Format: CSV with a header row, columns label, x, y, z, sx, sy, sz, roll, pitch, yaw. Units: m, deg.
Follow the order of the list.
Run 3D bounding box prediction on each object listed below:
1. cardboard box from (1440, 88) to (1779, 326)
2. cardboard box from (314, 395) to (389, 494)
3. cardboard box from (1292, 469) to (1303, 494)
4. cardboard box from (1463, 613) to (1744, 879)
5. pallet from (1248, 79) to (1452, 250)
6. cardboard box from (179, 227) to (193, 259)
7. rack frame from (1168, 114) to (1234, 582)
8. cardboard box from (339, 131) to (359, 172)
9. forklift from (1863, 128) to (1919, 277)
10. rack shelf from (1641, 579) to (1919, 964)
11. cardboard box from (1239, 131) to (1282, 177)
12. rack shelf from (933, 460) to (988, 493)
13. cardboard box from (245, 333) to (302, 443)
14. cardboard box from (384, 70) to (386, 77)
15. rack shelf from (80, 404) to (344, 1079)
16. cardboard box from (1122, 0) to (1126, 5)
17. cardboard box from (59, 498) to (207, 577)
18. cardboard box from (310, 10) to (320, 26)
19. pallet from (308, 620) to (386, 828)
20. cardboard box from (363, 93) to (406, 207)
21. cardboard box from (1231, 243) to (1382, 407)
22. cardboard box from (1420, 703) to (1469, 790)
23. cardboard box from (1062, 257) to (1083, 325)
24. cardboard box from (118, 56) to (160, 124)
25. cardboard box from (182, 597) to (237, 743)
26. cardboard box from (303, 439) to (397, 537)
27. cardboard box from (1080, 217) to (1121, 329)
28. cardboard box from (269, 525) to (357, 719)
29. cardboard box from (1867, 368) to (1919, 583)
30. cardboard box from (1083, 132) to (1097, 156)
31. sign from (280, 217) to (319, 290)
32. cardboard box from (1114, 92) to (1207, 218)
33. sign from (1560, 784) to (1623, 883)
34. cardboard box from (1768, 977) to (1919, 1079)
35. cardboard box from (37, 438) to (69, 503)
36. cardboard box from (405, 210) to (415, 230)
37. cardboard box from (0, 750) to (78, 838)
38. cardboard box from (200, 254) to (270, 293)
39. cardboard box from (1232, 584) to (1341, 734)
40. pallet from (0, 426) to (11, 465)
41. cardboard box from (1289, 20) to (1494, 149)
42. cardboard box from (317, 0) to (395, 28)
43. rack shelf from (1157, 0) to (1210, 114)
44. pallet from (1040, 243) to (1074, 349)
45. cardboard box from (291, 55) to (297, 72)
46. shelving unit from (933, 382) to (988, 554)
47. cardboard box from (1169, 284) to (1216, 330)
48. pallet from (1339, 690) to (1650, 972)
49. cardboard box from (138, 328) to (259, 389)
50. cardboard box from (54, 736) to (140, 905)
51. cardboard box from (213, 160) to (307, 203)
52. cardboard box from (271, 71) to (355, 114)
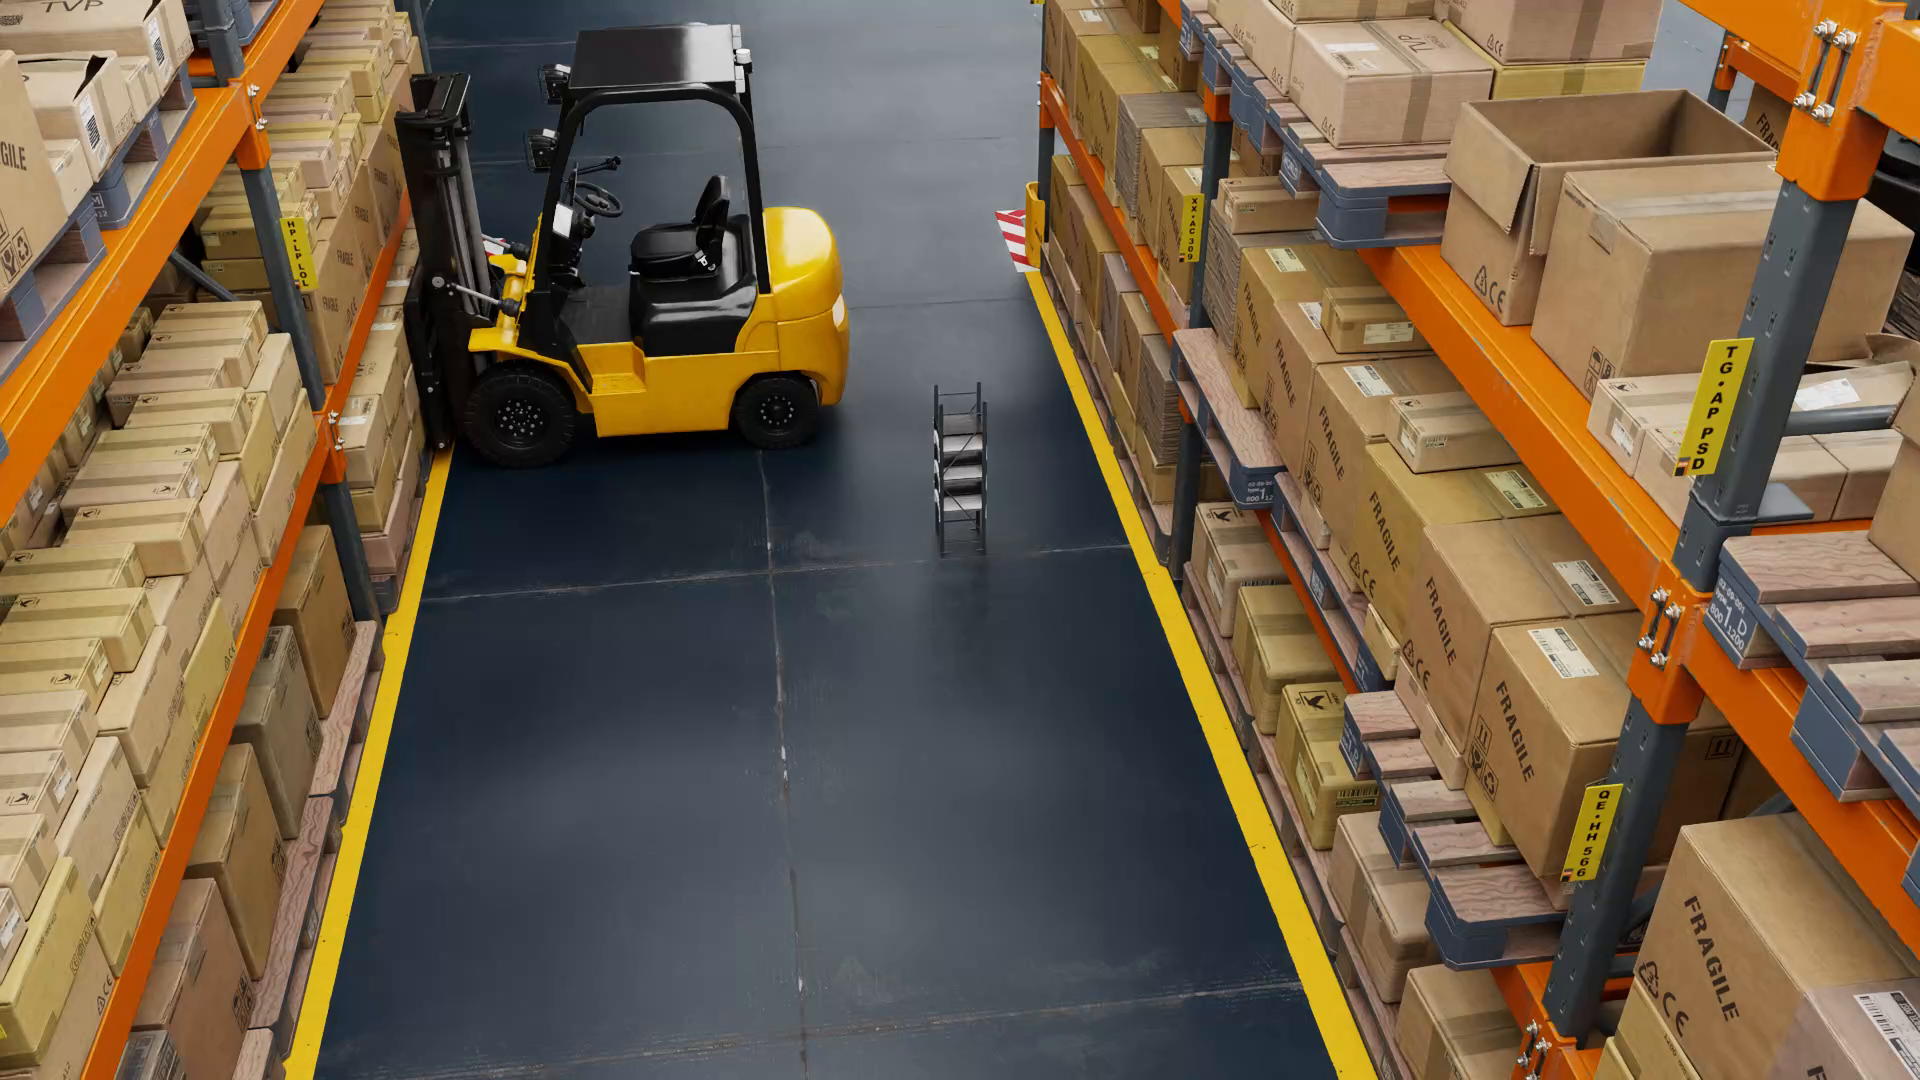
label,x,y,z,sx,sy,sz,roll,pitch,yaw
cardboard box,1.890,-0.994,4.918,0.797,0.503,0.637,-4,35,-6
cardboard box,-3.086,-0.461,8.072,0.500,0.250,0.500,-5,35,-7
cardboard box,1.510,-0.255,6.439,0.380,0.149,0.250,-4,34,-6
cardboard box,1.787,0.567,4.657,0.500,0.500,0.500,-5,35,-8
pallet,1.706,-1.325,5.663,1.213,0.211,1.003,-4,35,-6
cardboard box,-3.698,-1.323,7.492,0.380,0.149,0.250,-5,35,-8
rack frame,1.586,-1.095,7.821,1.000,3.000,0.127,-4,35,-6
cardboard box,-3.258,-1.940,8.397,0.380,0.149,0.250,-5,35,-8
forklift,4.012,-0.303,6.720,3.031,2.935,1.130,-18,38,-25
rack shelf,2.393,1.311,2.266,1.077,0.370,4.000,-4,35,-6
cardboard box,1.741,-1.934,7.812,0.700,0.500,0.500,-5,35,-7
rack shelf,0.001,-0.340,8.637,0.258,0.077,0.200,-4,35,-6
cardboard box,-3.013,-0.607,6.794,0.500,0.250,0.500,-5,35,-7
cardboard box,-3.486,-2.657,9.449,0.380,0.149,0.250,-5,35,-7
rack shelf,-3.063,0.697,5.831,1.077,0.370,4.000,-4,35,-6
cardboard box,1.333,-3.636,10.309,0.700,0.500,0.500,-5,35,-8
cardboard box,-2.753,0.001,5.549,0.380,0.149,0.250,-5,35,-8
cardboard box,-4.037,-3.177,9.949,0.380,0.149,0.250,-5,35,-7
pallet,-3.195,0.844,7.453,1.003,0.211,1.213,-4,35,-6
cardboard box,-3.414,-2.159,9.295,0.500,0.500,0.500,-5,35,-7
cardboard box,1.433,-0.870,6.765,0.500,0.500,0.500,-4,35,-6
cardboard box,1.660,0.621,5.153,0.380,0.149,0.250,-5,35,-7
cardboard box,0.943,-1.608,10.643,0.500,0.250,0.500,-3,34,-5
cardboard box,-2.883,-1.476,5.479,0.380,0.149,0.250,-4,35,-6
cardboard box,-2.819,0.454,5.682,0.500,0.250,0.500,-3,34,-5
cardboard box,-3.091,-0.254,8.212,0.500,0.250,0.500,-5,35,-7
cardboard box,1.020,-1.618,9.992,0.500,0.500,0.500,-4,34,-5
cardboard box,-3.251,0.381,7.391,0.875,0.625,0.625,-3,34,-4
cardboard box,2.324,-0.119,3.262,0.797,0.503,0.637,-6,35,-9
cardboard box,0.948,-2.437,10.014,0.380,0.149,0.250,-3,34,-5
sign,-2.796,-1.209,7.031,0.100,0.325,0.005,-4,35,-6
cardboard box,1.129,-2.064,8.891,0.500,0.500,0.500,-3,34,-5
sign,1.587,0.738,4.174,0.100,0.325,0.005,-4,35,-6
cardboard box,2.024,1.253,3.400,0.500,0.500,0.500,-4,35,-6
cardboard box,-3.418,-0.239,5.900,0.380,0.149,0.250,-4,35,-6
cardboard box,-3.425,-1.881,10.157,0.500,0.250,0.500,-4,34,-6
cardboard box,-2.642,0.716,4.500,0.380,0.149,0.250,-3,34,-5
cardboard box,-3.115,-1.224,7.346,0.380,0.149,0.250,-5,35,-7
cardboard box,1.759,0.511,7.425,0.950,0.372,0.625,-2,34,-3
pallet,-2.974,-0.018,3.745,1.213,0.211,1.003,-3,34,-4
cardboard box,1.426,-1.527,5.552,0.500,0.250,0.500,-5,35,-7
cardboard box,-3.549,-3.062,9.779,0.380,0.149,0.250,-4,35,-6
rack shelf,1.317,-3.153,8.817,1.077,0.370,4.000,-4,35,-6
pallet,1.132,-1.676,11.151,1.003,0.211,1.213,-4,35,-6
cardboard box,-3.958,-2.774,9.621,0.380,0.149,0.250,-5,35,-7
shelving unit,0.001,-0.367,8.619,0.258,0.900,0.210,-4,35,-6
cardboard box,1.241,-1.147,8.121,0.380,0.149,0.250,-5,35,-7
pallet,1.922,0.827,5.172,1.213,0.211,1.003,-4,35,-6
cardboard box,-3.014,-0.709,6.591,0.380,0.149,0.250,-5,35,-7
cardboard box,-2.678,0.825,4.693,0.500,0.250,0.500,-3,34,-5
cardboard box,-3.249,-1.630,7.678,0.380,0.149,0.250,-5,35,-7
cardboard box,-3.401,-2.342,8.722,0.380,0.149,0.250,-4,34,-6
